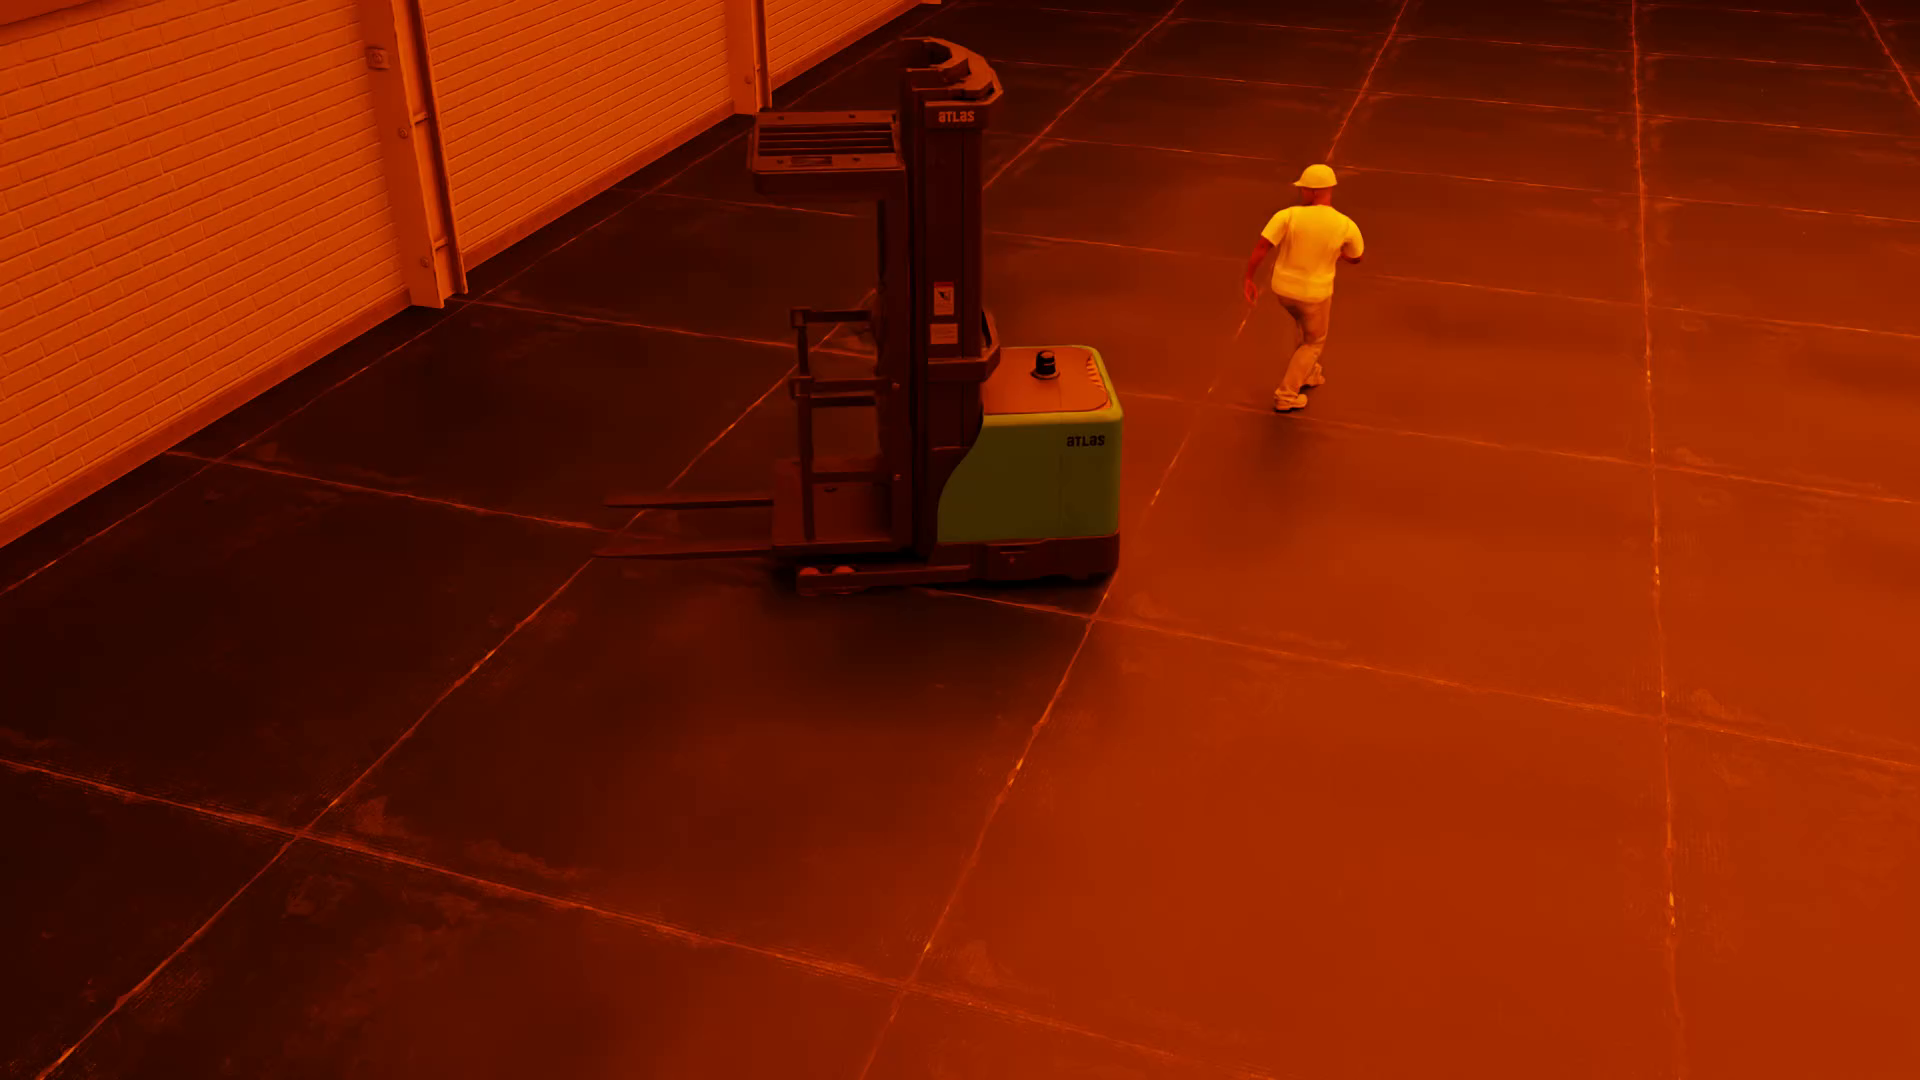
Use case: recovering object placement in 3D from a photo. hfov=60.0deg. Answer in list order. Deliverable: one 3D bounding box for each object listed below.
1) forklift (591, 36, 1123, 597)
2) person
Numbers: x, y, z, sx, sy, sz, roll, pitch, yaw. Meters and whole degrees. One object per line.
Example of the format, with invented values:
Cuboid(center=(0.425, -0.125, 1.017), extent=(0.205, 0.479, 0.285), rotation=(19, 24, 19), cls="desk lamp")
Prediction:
Cuboid(center=(-0.625, -1.220, 9.277), extent=(3.031, 2.935, 1.130), rotation=(-2, 30, -4), cls="forklift")
Cuboid(center=(2.401, -1.725, 11.452), extent=(0.604, 1.738, 0.936), rotation=(20, 35, 31), cls="person")
